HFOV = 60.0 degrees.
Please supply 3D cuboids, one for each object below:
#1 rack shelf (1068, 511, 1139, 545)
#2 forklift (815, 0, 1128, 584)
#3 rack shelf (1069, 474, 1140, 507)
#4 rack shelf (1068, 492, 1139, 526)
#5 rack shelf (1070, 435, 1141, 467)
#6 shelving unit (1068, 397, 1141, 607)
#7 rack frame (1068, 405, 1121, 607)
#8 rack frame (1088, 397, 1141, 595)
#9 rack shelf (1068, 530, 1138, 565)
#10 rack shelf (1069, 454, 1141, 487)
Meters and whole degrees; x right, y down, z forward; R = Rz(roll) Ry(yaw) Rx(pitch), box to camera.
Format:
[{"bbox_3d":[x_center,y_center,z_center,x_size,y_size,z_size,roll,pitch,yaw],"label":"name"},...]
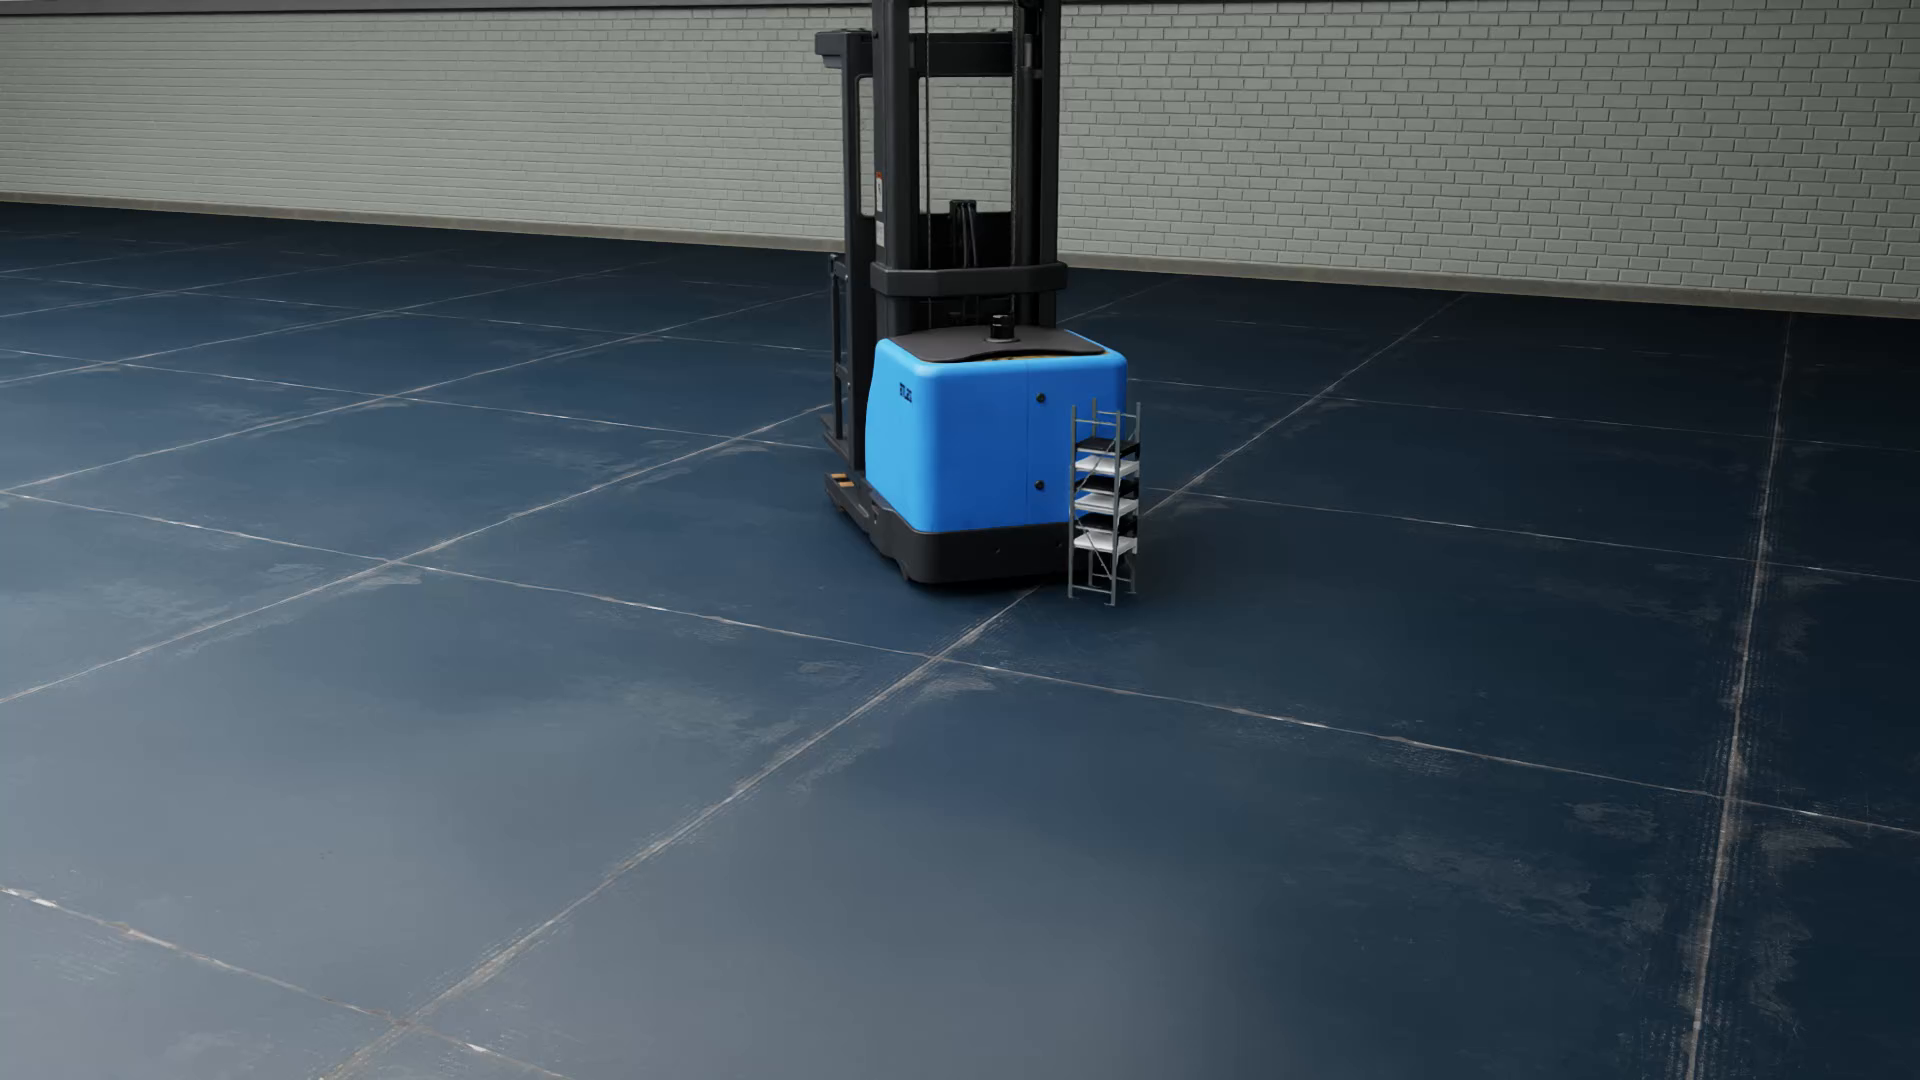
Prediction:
[{"bbox_3d":[0.652,-0.055,7.561,0.258,0.077,0.200,10,19,30],"label":"rack shelf"},{"bbox_3d":[-0.118,-1.585,8.711,1.130,2.935,3.031,-5,17,-16],"label":"forklift"},{"bbox_3d":[0.652,-0.227,7.510,0.258,0.077,0.200,10,19,30],"label":"rack shelf"},{"bbox_3d":[0.652,-0.141,7.535,0.258,0.077,0.200,10,19,30],"label":"rack shelf"},{"bbox_3d":[0.652,-0.400,7.458,0.258,0.077,0.200,10,19,30],"label":"rack shelf"},{"bbox_3d":[0.652,-0.173,7.526,0.258,0.900,0.210,10,19,30],"label":"shelving unit"},{"bbox_3d":[0.599,-0.148,7.442,0.240,0.900,0.006,10,19,30],"label":"rack frame"},{"bbox_3d":[0.705,-0.198,7.609,0.240,0.900,0.006,10,19,30],"label":"rack frame"},{"bbox_3d":[0.652,0.032,7.586,0.258,0.077,0.200,10,19,30],"label":"rack shelf"},{"bbox_3d":[0.652,-0.313,7.484,0.258,0.077,0.200,10,19,30],"label":"rack shelf"}]
